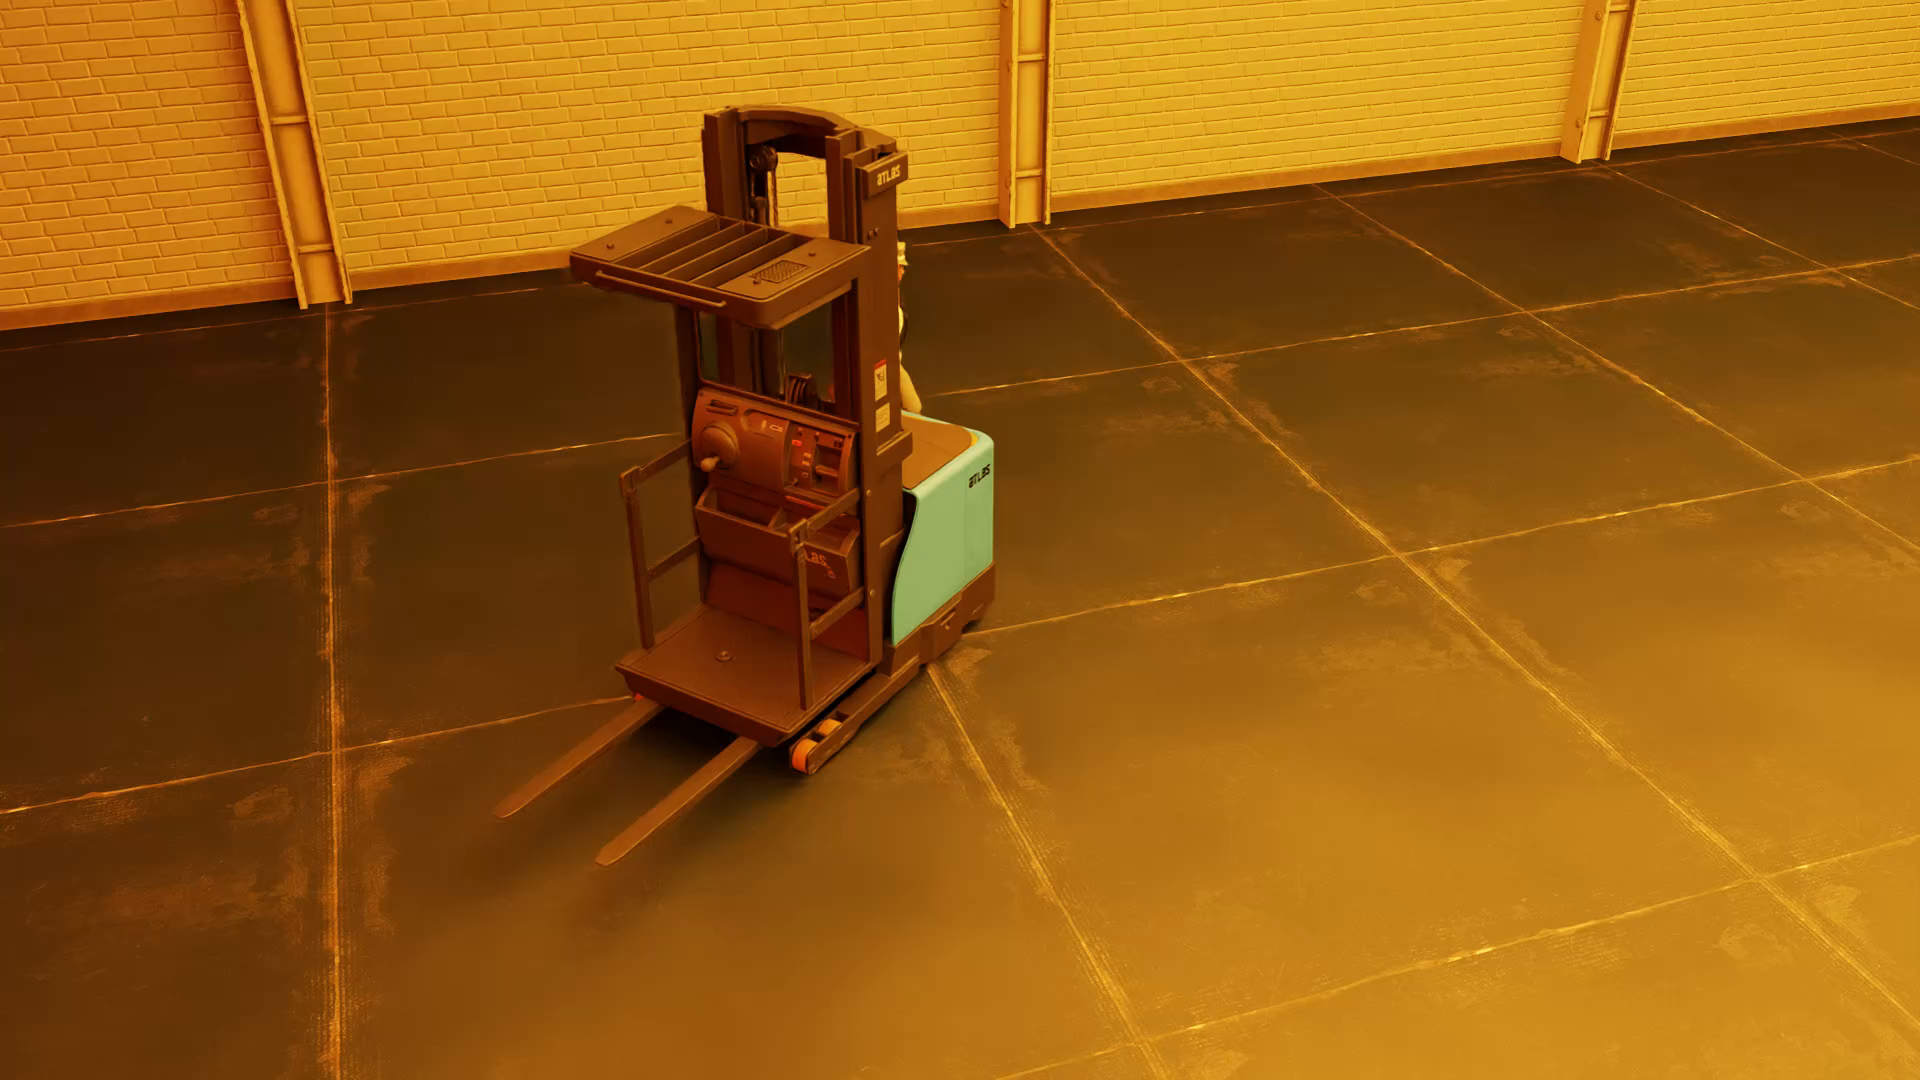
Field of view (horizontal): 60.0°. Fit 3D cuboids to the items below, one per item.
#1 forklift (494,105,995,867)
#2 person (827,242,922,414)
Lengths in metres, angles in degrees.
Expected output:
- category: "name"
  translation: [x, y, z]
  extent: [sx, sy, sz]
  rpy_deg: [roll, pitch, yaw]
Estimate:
- category: "forklift"
  translation: [-1.009, -0.404, 7.789]
  extent: [1.130, 2.935, 3.031]
  rpy_deg: [17, 34, 27]
- category: "person"
  translation: [-0.560, -1.029, 10.228]
  extent: [0.444, 1.648, 0.813]
  rpy_deg: [14, 33, 23]
